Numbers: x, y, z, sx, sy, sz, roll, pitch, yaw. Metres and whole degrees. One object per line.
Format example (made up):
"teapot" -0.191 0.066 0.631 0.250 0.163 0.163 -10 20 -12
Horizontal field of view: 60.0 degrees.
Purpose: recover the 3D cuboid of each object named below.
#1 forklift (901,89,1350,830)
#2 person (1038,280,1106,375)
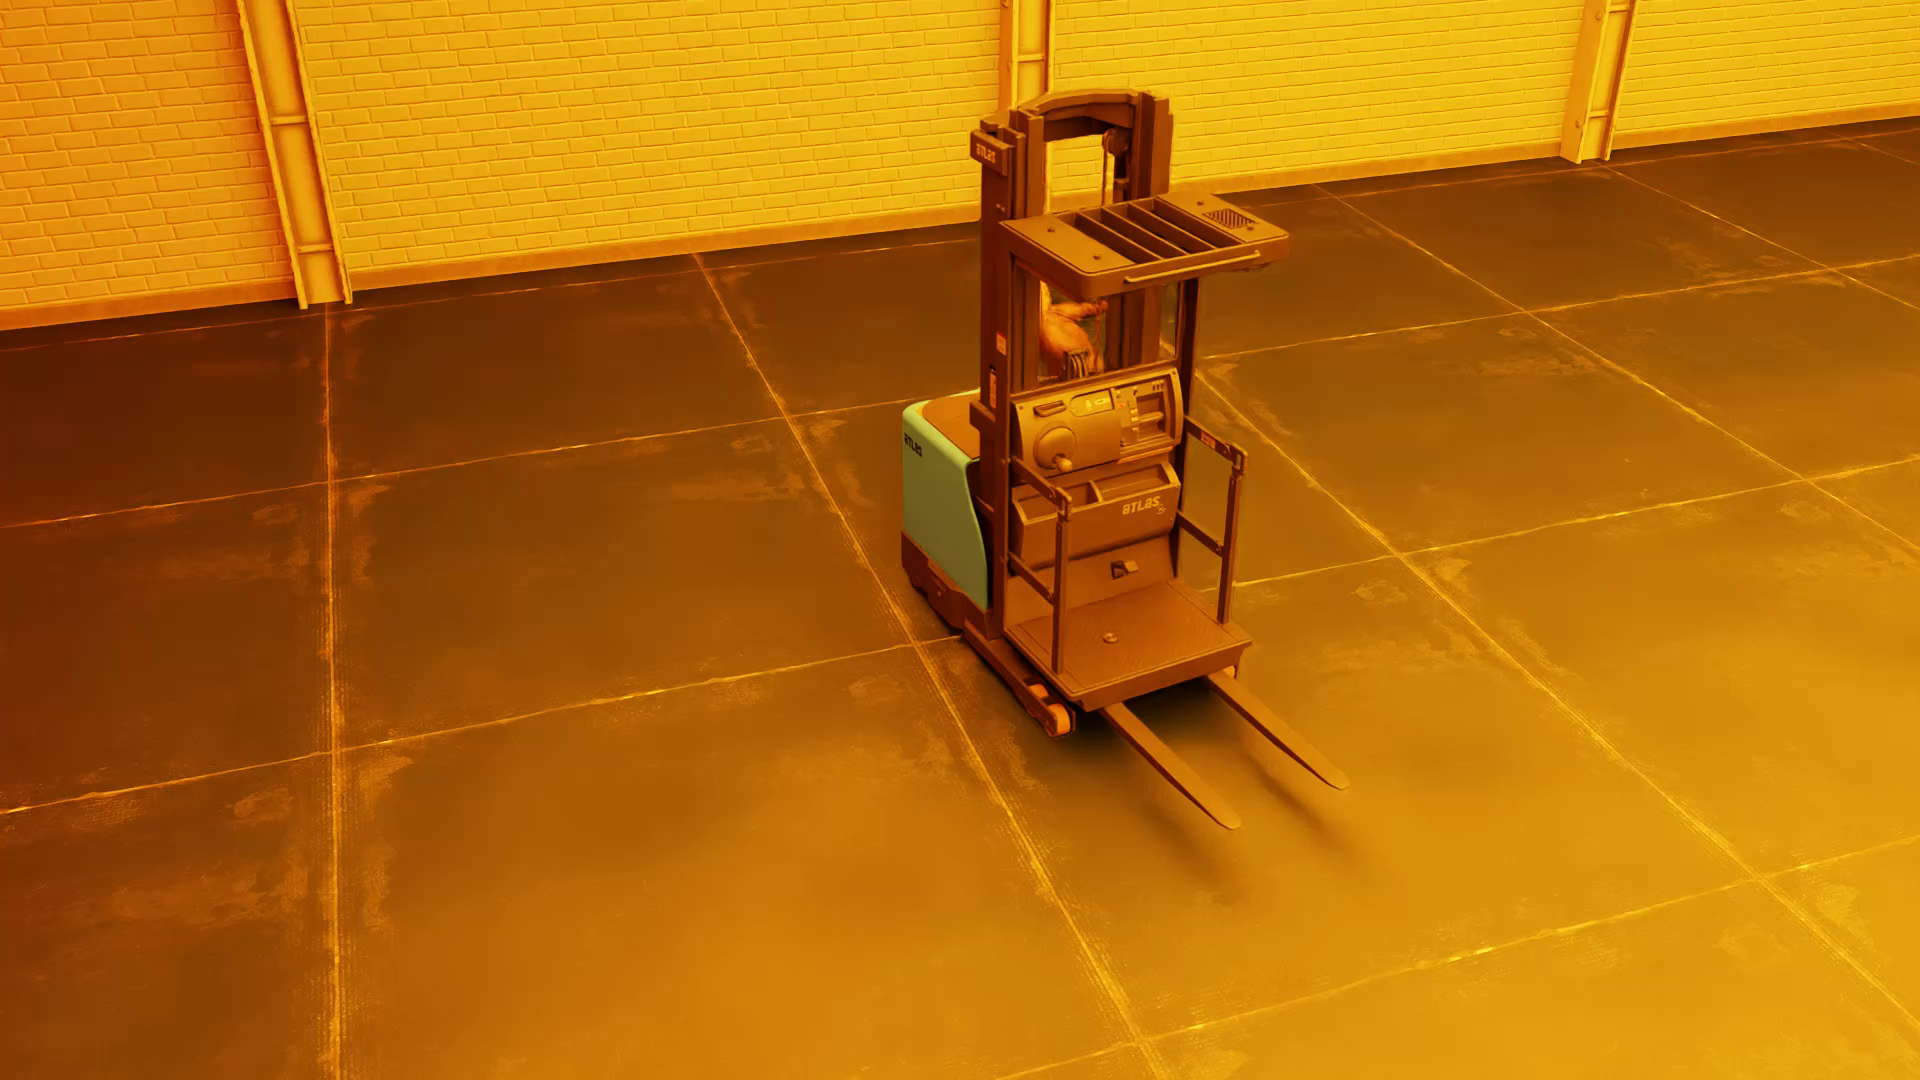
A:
"forklift" 0.793 -0.542 8.029 1.130 2.935 3.031 -15 33 -24
"person" 0.732 -0.797 9.820 0.880 1.539 0.978 -20 36 -31
